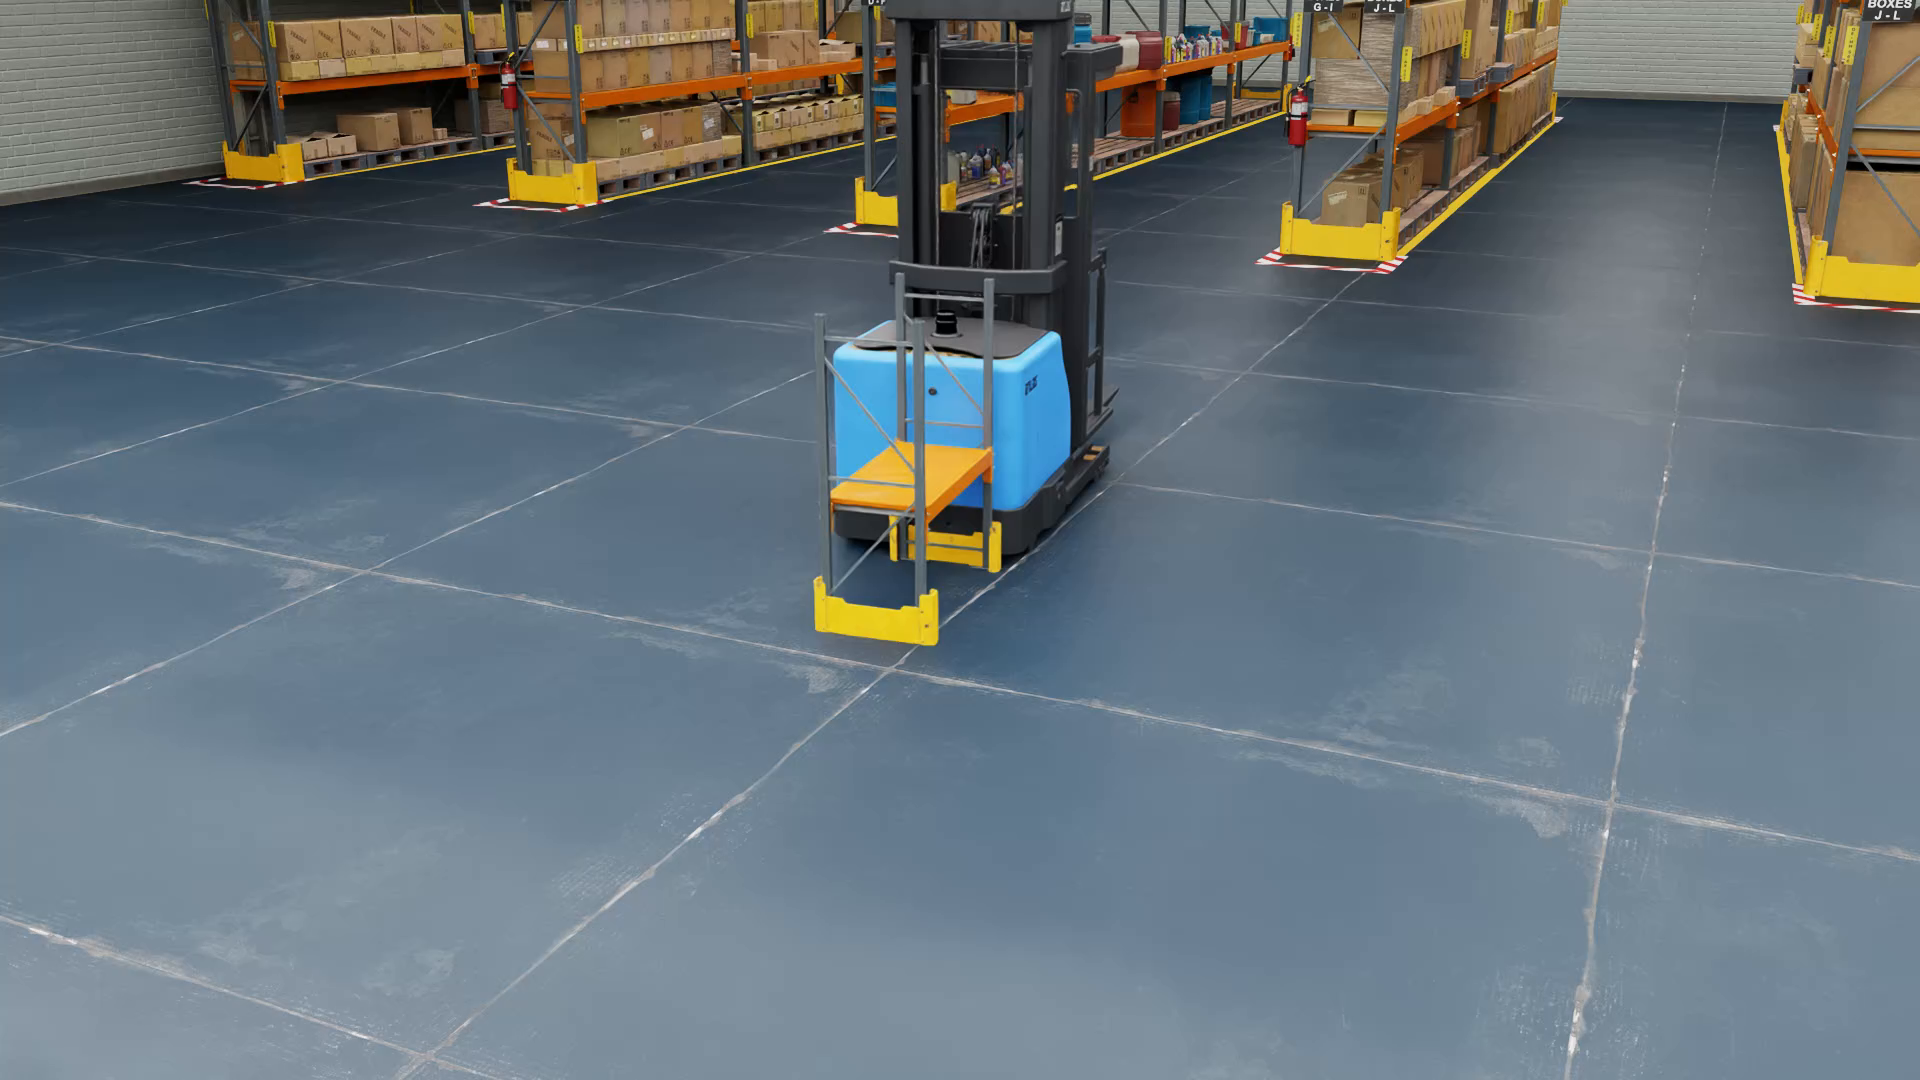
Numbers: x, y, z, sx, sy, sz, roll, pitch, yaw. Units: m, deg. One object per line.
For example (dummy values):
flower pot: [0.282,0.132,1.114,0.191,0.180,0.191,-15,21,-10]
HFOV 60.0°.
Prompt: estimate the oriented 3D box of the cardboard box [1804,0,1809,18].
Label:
cardboard box: [13.872,-8.630,26.674,0.500,0.500,0.500,8,21,21]

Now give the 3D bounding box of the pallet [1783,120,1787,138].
pallet: [14.541,-6.959,28.222,1.003,0.211,1.213,9,21,23]

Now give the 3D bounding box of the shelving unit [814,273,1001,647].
shelving unit: [-0.233,-0.420,7.910,0.587,1.500,1.083,6,21,17]

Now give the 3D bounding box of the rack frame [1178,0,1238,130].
rack frame: [4.297,-8.708,28.978,1.000,3.000,0.127,9,21,23]

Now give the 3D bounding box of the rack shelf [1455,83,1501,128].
rack shelf: [6.359,-5.855,22.031,1.077,0.370,4.000,9,21,23]

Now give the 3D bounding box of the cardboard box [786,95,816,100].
cardboard box: [-2.548,-7.051,26.959,0.500,0.311,0.500,8,21,21]

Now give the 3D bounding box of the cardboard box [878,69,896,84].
cardboard box: [-1.255,-8.198,29.499,0.500,0.250,0.500,8,21,22]

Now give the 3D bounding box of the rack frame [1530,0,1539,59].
rack frame: [8.816,-8.029,27.067,1.000,3.000,0.127,9,21,23]

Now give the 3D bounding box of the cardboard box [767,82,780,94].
cardboard box: [-4.133,-9.455,34.183,0.700,0.500,0.500,8,21,22]

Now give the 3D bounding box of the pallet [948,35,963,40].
pallet: [-0.647,-9.069,30.280,1.003,0.211,1.213,9,21,23]

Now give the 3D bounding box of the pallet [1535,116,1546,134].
pallet: [9.697,-7.311,29.211,1.003,0.211,1.213,9,21,23]

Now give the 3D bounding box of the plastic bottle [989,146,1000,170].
plastic bottle: [0.443,-5.012,21.883,0.144,0.351,0.185,9,21,23]

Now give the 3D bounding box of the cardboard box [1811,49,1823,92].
cardboard box: [11.026,-5.885,20.892,0.500,0.500,0.500,8,21,22]

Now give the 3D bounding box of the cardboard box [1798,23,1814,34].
cardboard box: [12.718,-7.620,24.778,0.380,0.149,0.250,10,22,25]

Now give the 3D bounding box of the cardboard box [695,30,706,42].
cardboard box: [-3.727,-6.947,22.910,0.380,0.149,0.250,9,21,23]

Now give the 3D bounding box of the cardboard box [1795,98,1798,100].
cardboard box: [14.041,-7.230,27.563,0.380,0.149,0.250,9,22,25]

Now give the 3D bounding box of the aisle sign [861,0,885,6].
aisle sign: [-0.917,-6.283,18.281,0.394,0.787,0.004,9,21,23]

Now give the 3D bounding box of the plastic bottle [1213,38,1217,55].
plastic bottle: [4.281,-8.373,28.222,0.152,0.276,0.135,9,21,23]

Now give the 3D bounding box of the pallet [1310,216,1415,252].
pallet: [4.298,-3.313,17.970,1.003,0.211,1.213,9,21,23]

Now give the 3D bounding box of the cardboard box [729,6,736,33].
cardboard box: [-4.700,-10.089,32.237,0.500,0.500,0.500,8,21,22]

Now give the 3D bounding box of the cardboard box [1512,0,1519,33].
cardboard box: [8.030,-7.952,25.205,0.797,0.503,0.637,9,22,24]

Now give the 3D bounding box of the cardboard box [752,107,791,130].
cardboard box: [-2.890,-6.354,25.000,0.500,0.311,0.500,8,21,22]

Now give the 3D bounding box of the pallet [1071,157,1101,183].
pallet: [1.307,-5.194,23.259,1.003,0.211,1.213,9,21,23]

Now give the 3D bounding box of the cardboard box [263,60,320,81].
cardboard box: [-9.166,-6.444,22.805,0.500,0.250,0.500,8,21,21]

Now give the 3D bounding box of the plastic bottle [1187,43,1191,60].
plastic bottle: [3.677,-7.897,26.891,0.097,0.271,0.097,0,20,0]

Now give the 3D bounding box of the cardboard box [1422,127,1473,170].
cardboard box: [6.480,-5.282,22.419,0.700,0.500,0.500,11,22,27]

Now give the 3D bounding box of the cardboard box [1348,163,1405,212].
cardboard box: [4.660,-3.945,18.689,0.500,0.500,0.500,11,22,28]

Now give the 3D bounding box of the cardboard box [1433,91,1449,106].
cardboard box: [5.451,-5.124,19.274,0.380,0.149,0.250,9,21,23]

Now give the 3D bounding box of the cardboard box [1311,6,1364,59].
cardboard box: [3.901,-5.221,17.087,0.500,0.500,0.500,9,21,23]

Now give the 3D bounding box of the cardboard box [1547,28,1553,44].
cardboard box: [10.081,-8.826,29.089,0.500,0.250,0.500,8,21,21]

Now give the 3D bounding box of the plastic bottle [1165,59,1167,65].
plastic bottle: [3.131,-7.515,25.808,0.152,0.276,0.135,9,21,23]

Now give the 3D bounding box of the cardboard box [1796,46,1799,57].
cardboard box: [12.400,-7.101,24.208,0.380,0.149,0.250,9,21,23]

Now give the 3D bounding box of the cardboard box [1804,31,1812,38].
cardboard box: [11.549,-6.743,22.314,0.380,0.149,0.250,8,21,22]

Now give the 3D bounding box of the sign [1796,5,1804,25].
sign: [14.442,-9.022,28.569,0.100,0.325,0.005,9,21,23]

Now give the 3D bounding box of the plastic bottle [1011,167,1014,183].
plastic bottle: [0.632,-4.606,20.963,0.097,0.201,0.097,0,20,0]

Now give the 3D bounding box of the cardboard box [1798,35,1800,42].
cardboard box: [12.509,-7.321,24.382,0.380,0.149,0.250,9,22,24]

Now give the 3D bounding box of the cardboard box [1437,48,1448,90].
cardboard box: [5.299,-5.641,19.761,0.875,0.500,0.500,9,21,23]

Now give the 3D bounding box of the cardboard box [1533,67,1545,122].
cardboard box: [9.527,-7.691,28.663,0.875,0.875,0.875,9,21,23]

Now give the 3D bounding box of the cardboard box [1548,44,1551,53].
cardboard box: [10.086,-8.587,29.013,0.380,0.149,0.250,9,21,23]

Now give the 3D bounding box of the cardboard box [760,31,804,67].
cardboard box: [-2.746,-7.537,25.537,0.500,0.500,0.500,9,21,23]

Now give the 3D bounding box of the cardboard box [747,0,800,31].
cardboard box: [-3.911,-10.819,34.465,0.980,0.700,0.700,7,21,20]

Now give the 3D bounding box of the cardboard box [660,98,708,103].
cardboard box: [-3.972,-6.100,24.003,0.500,0.500,0.500,9,21,23]

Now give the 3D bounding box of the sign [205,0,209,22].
sign: [-10.153,-7.176,22.470,0.100,0.325,0.005,9,21,23]

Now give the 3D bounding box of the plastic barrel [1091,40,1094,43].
plastic barrel: [1.613,-6.589,22.817,0.433,0.535,0.433,0,20,0]

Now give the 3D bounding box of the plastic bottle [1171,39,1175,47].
plastic bottle: [3.519,-8.257,27.894,0.152,0.276,0.135,9,21,23]

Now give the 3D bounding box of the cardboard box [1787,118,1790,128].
cardboard box: [13.899,-6.892,27.499,0.380,0.149,0.250,7,21,20]

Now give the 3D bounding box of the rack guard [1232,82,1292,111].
rack guard: [5.933,-8.762,32.861,1.175,0.500,0.348,9,21,23]

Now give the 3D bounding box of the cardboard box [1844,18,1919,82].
cardboard box: [8.714,-4.517,15.358,0.875,0.550,0.550,9,21,23]

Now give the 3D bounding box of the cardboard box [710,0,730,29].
cardboard box: [-3.672,-7.465,23.398,0.700,0.500,0.500,9,21,23]

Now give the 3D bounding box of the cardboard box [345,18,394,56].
cardboard box: [-8.556,-7.262,23.987,0.500,0.500,0.500,9,22,24]

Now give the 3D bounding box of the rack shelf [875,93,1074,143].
rack shelf: [0.202,-5.312,20.503,1.077,0.370,4.000,9,21,23]

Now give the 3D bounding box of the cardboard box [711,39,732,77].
cardboard box: [-3.672,-6.854,23.616,0.700,0.500,0.500,8,21,21]

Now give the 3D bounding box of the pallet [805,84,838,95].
pallet: [-3.359,-9.721,35.989,1.003,0.211,1.213,9,21,23]

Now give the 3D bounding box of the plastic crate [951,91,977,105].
plastic crate: [0.043,-5.145,19.353,0.298,0.136,0.250,9,21,23]

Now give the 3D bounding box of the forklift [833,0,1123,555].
forklift: [0.277,-1.763,9.553,1.130,2.935,3.031,6,21,17]
